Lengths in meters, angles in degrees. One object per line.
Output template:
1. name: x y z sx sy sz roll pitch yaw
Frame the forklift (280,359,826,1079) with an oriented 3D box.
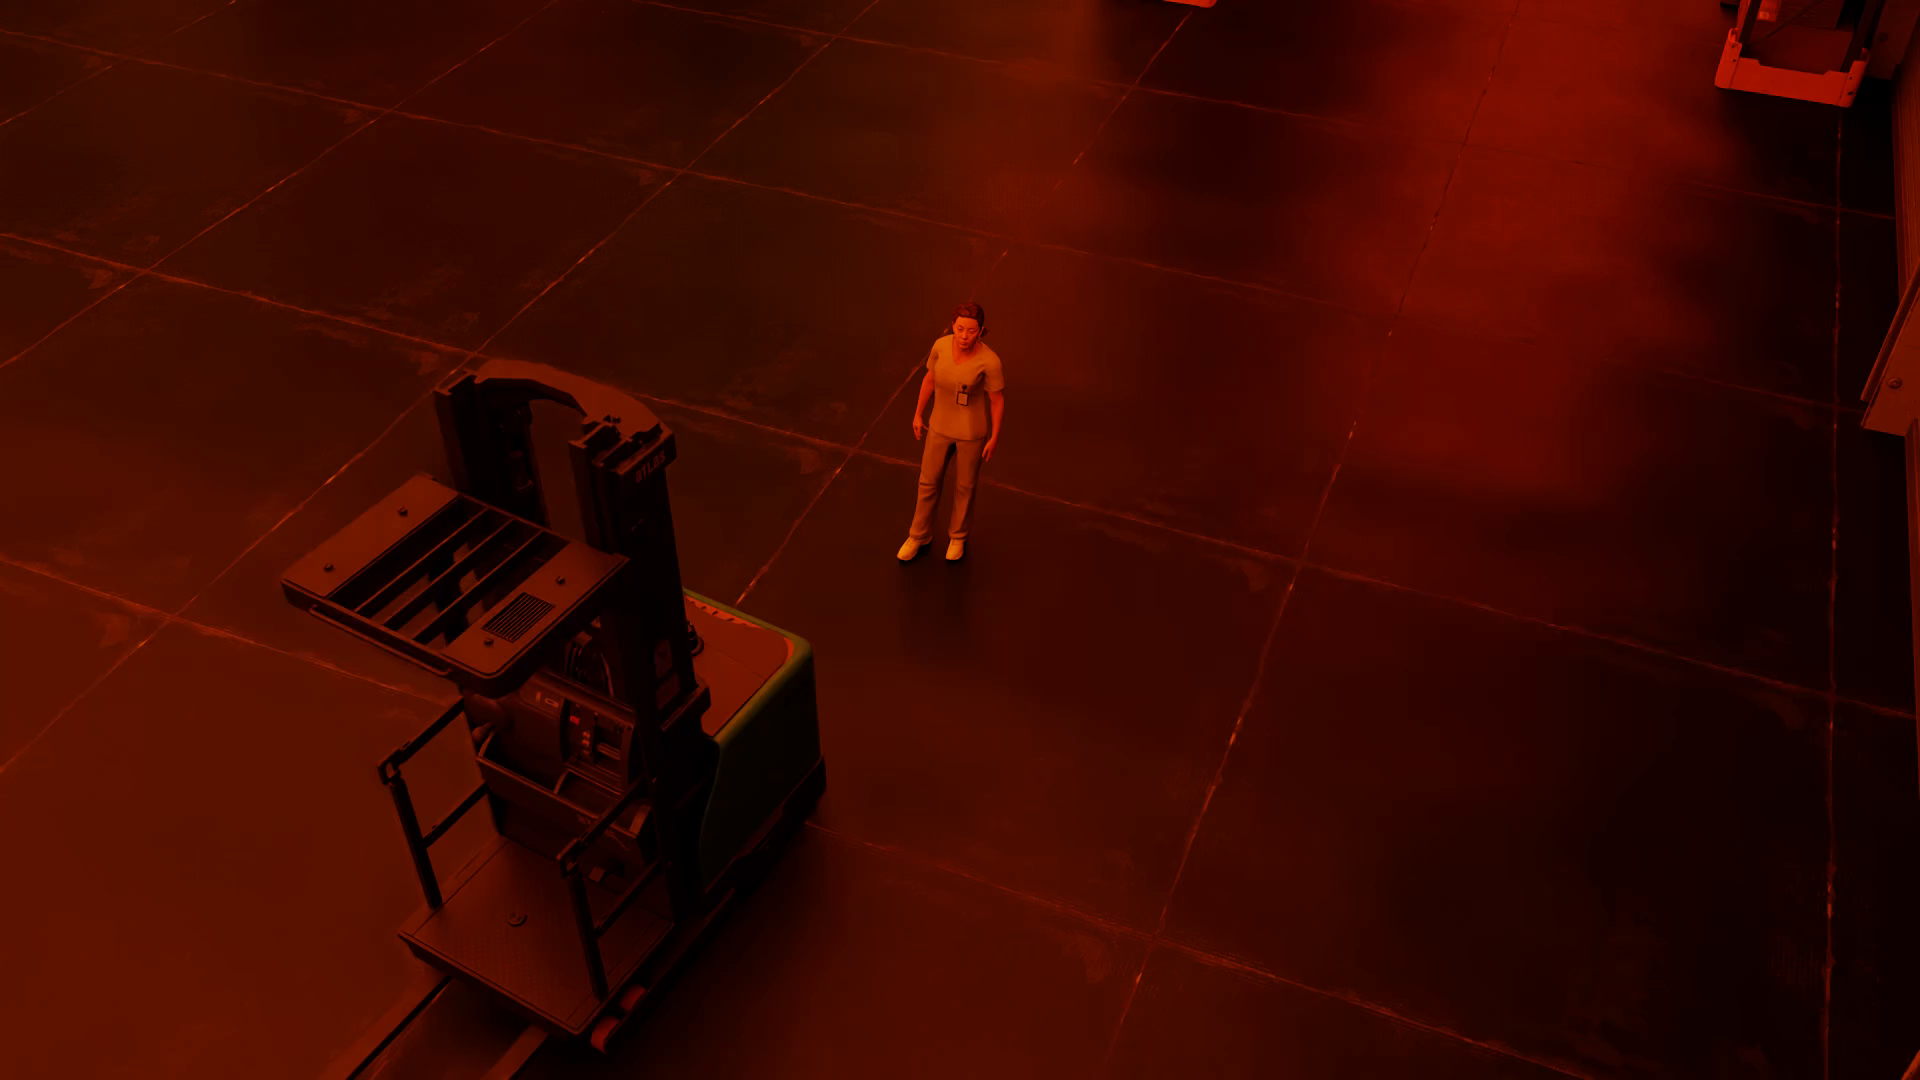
1. forklift: -1.874 0.851 6.990 1.130 2.935 3.031 21 44 23

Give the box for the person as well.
1. person: -0.041 -0.608 9.699 0.549 1.673 0.548 15 42 17
